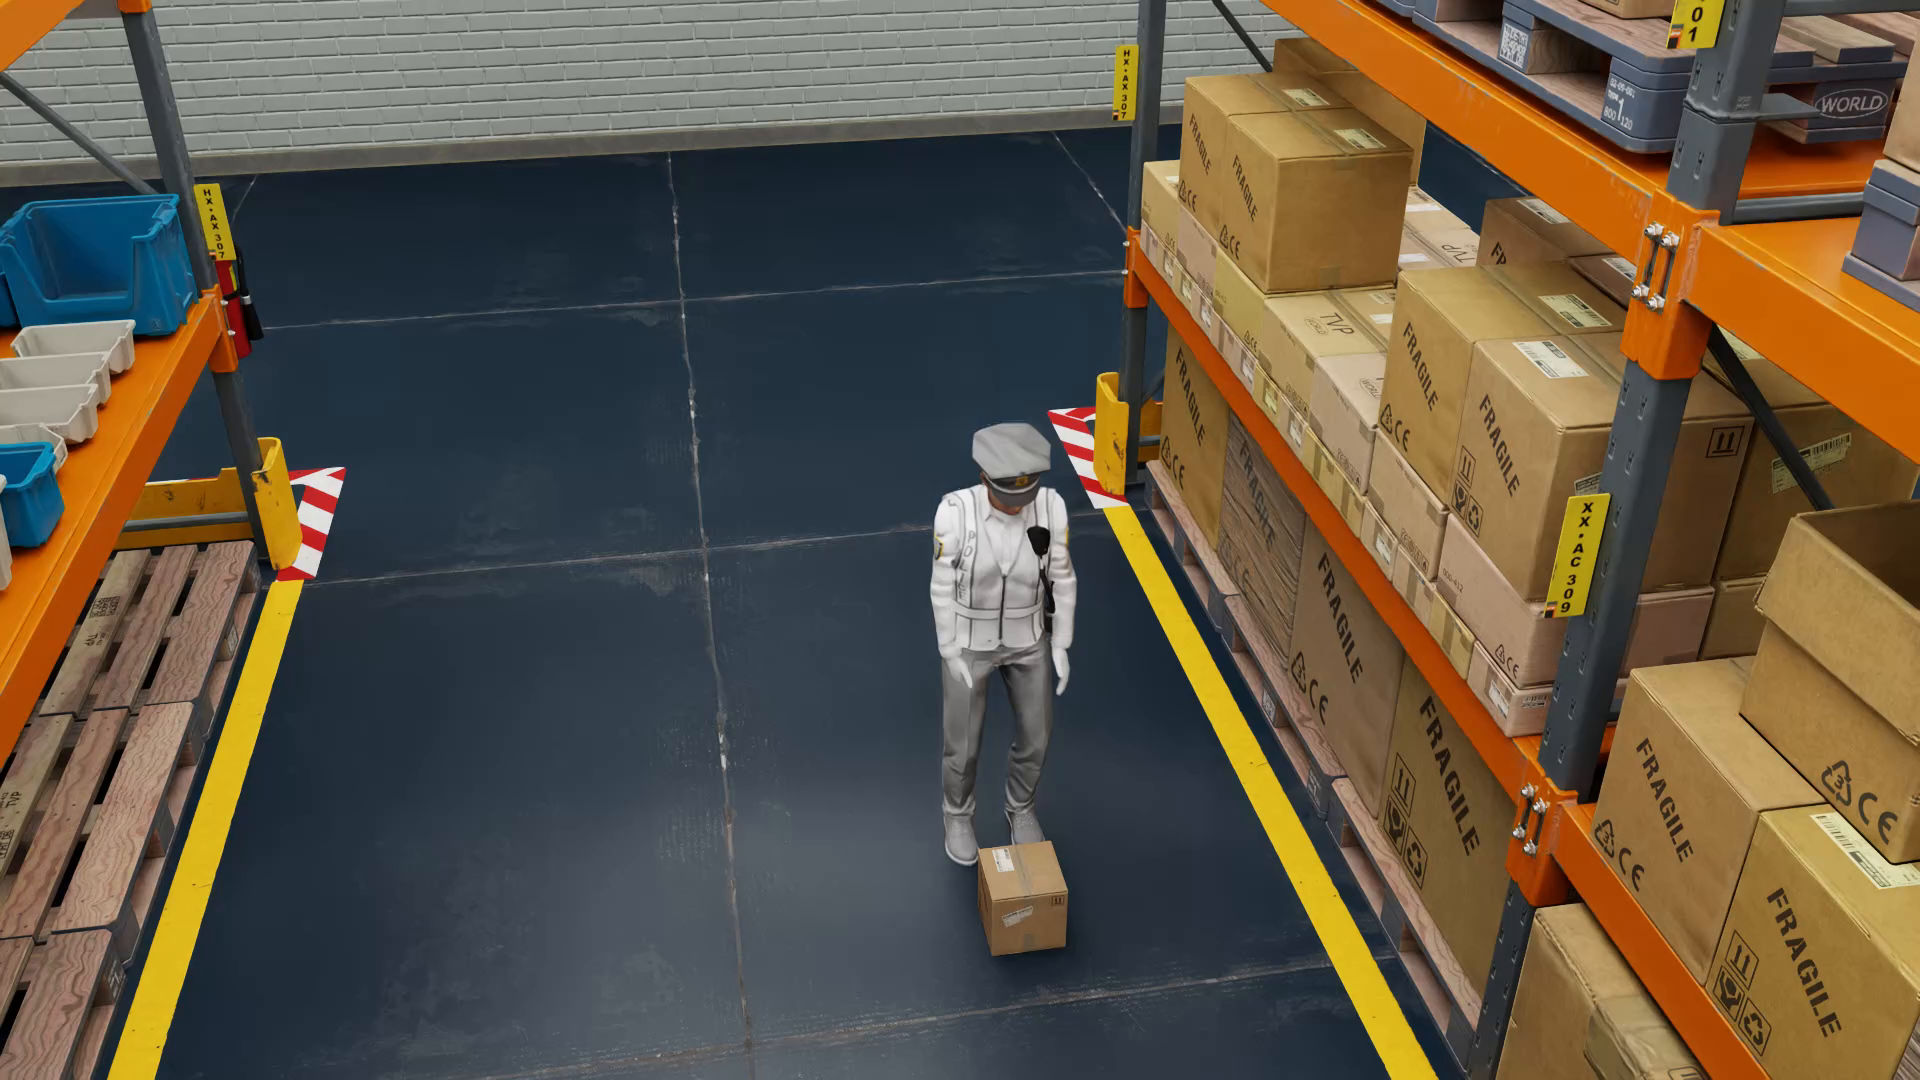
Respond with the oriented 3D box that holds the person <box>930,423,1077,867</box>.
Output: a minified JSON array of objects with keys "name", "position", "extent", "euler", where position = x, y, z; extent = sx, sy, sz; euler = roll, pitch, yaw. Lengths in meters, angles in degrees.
[{"name":"person","position":[0.147,0.361,5.556],"extent":[0.488,1.648,0.396],"euler":[-5,31,-8]}]
